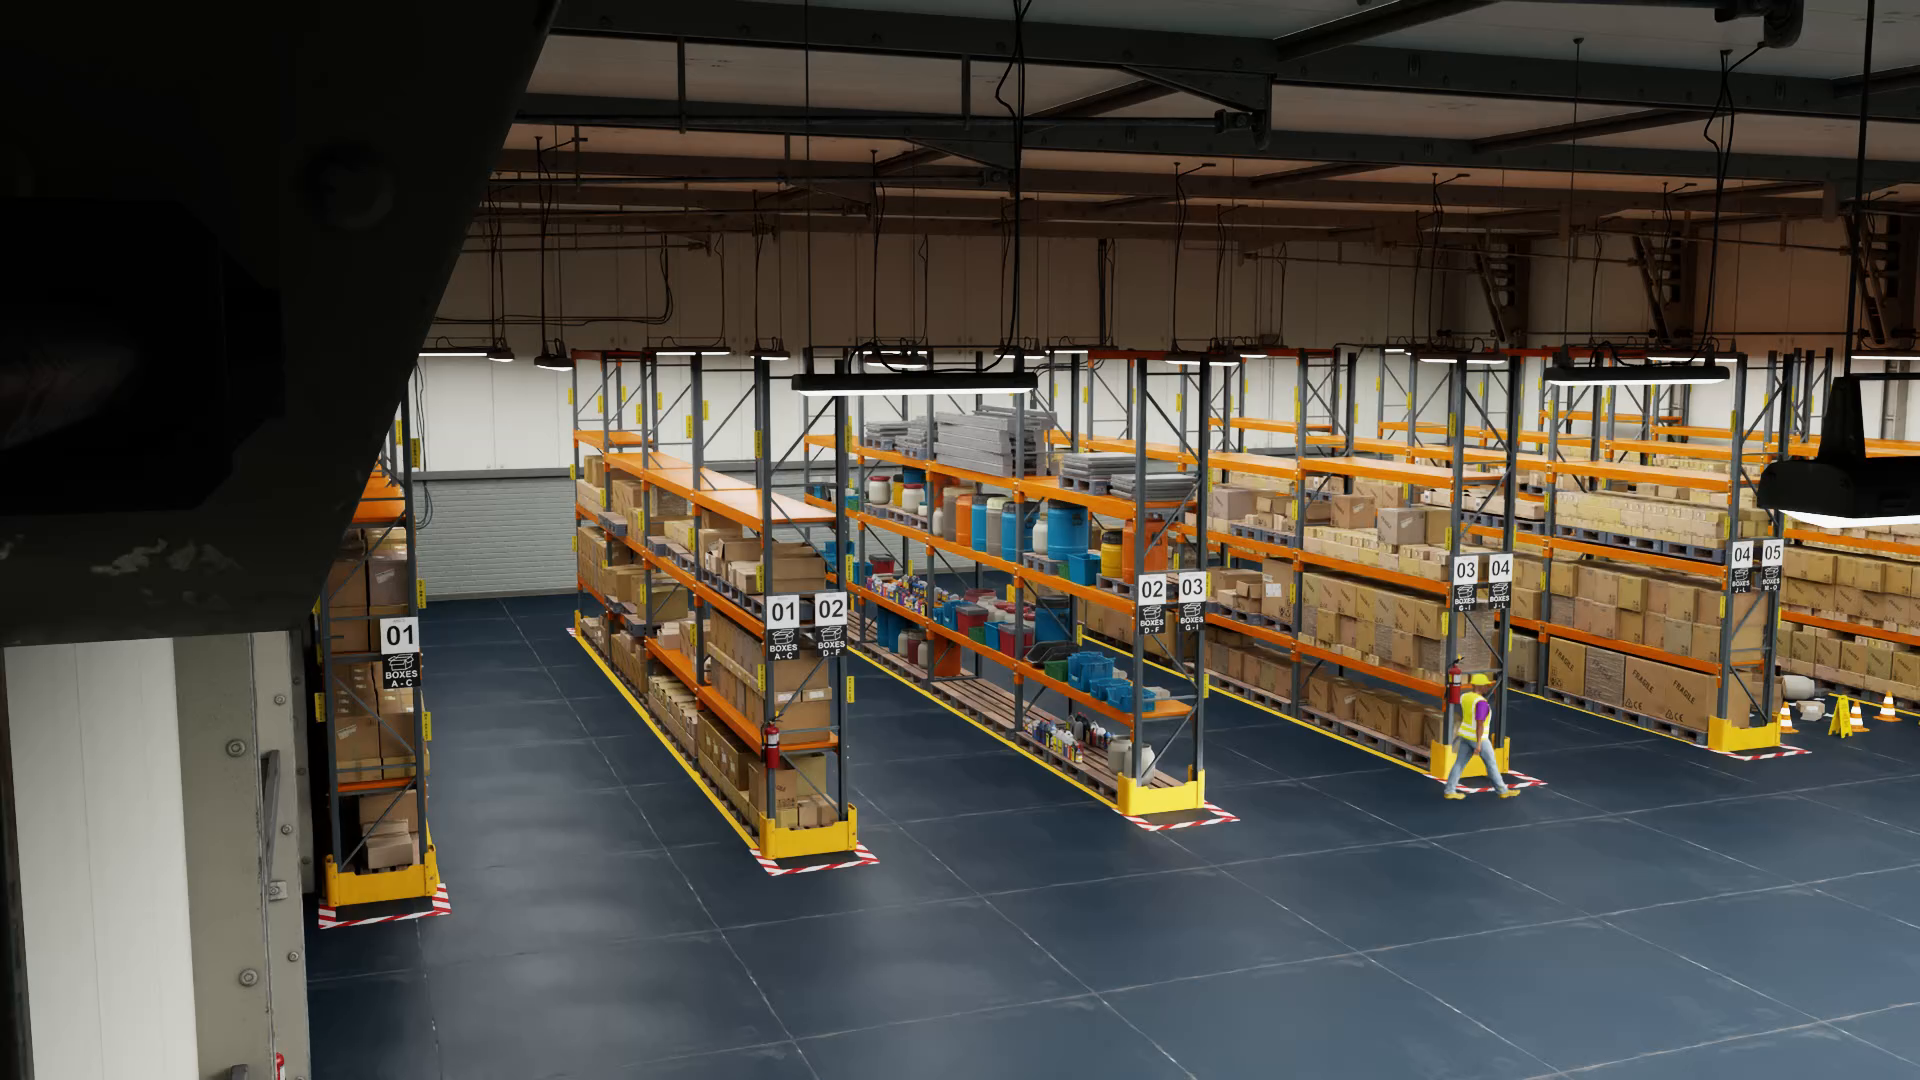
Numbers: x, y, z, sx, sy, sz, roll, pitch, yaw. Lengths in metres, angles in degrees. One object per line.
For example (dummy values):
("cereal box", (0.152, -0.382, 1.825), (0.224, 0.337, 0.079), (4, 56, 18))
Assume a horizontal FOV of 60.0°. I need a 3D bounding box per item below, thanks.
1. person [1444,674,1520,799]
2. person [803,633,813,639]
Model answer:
("person", (7.051, 2.654, 22.550), (1.014, 1.710, 0.584), (-3, 8, -22))
("person", (-2.701, 1.844, 27.778), (0.520, 1.547, 1.035), (-3, 8, -19))
